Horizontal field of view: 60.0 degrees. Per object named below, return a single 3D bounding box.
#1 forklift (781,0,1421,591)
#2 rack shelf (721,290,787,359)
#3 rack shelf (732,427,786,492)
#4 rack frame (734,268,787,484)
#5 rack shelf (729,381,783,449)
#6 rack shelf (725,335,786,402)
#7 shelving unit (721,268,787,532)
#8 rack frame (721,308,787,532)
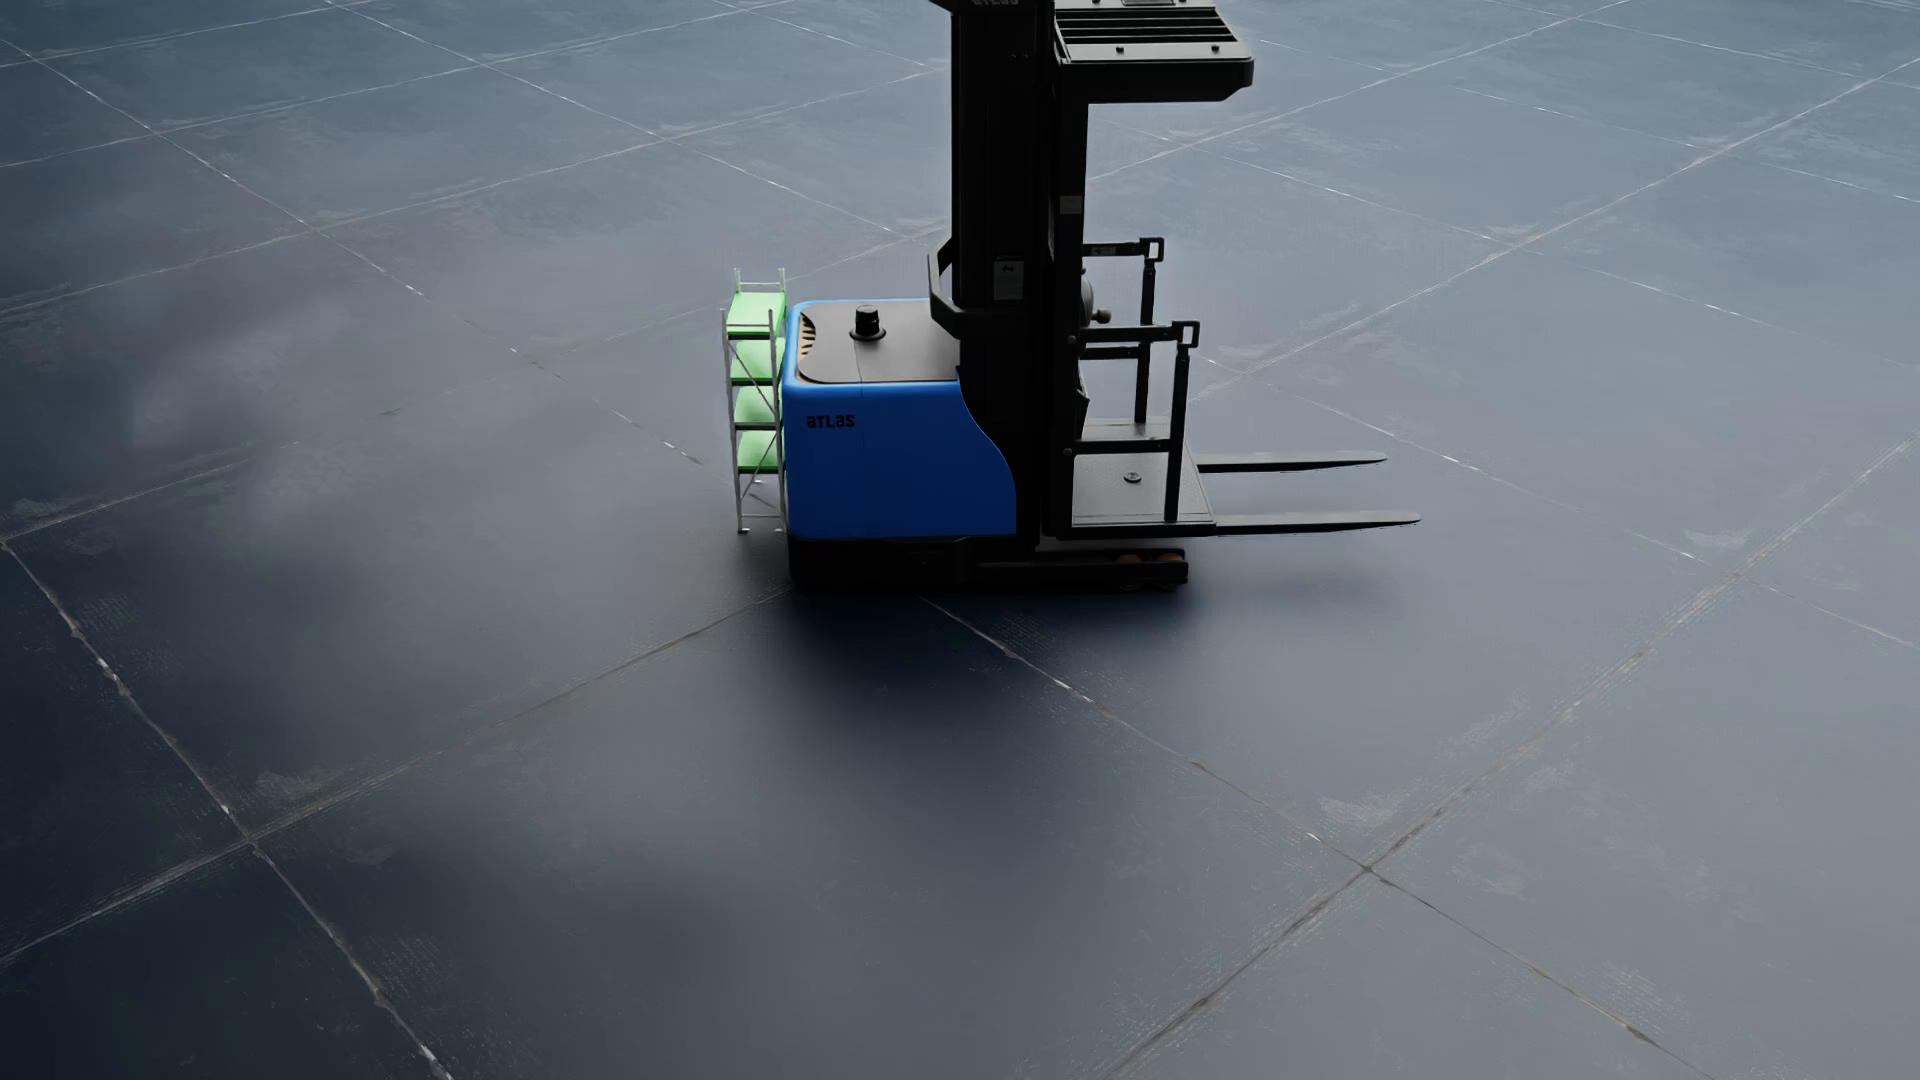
[{"bbox_3d":[0.686,-1.291,7.551,3.031,2.935,1.130,-2,31,-2],"label":"forklift"},{"bbox_3d":[-0.985,-1.041,8.004,0.258,0.148,0.480,0,31,1],"label":"rack shelf"},{"bbox_3d":[-0.985,-0.427,8.380,0.258,0.148,0.480,0,31,1],"label":"rack shelf"},{"bbox_3d":[-0.982,-0.813,8.430,0.240,1.200,0.015,0,31,1],"label":"rack frame"},{"bbox_3d":[-0.985,-0.631,8.255,0.258,0.148,0.480,0,31,1],"label":"rack shelf"},{"bbox_3d":[-0.985,-0.836,8.130,0.258,0.148,0.480,0,31,1],"label":"rack shelf"},{"bbox_3d":[-0.985,-0.686,8.222,0.258,1.200,0.503,0,31,1],"label":"shelving unit"},{"bbox_3d":[-0.988,-0.559,8.013,0.240,1.200,0.015,0,31,1],"label":"rack frame"}]
